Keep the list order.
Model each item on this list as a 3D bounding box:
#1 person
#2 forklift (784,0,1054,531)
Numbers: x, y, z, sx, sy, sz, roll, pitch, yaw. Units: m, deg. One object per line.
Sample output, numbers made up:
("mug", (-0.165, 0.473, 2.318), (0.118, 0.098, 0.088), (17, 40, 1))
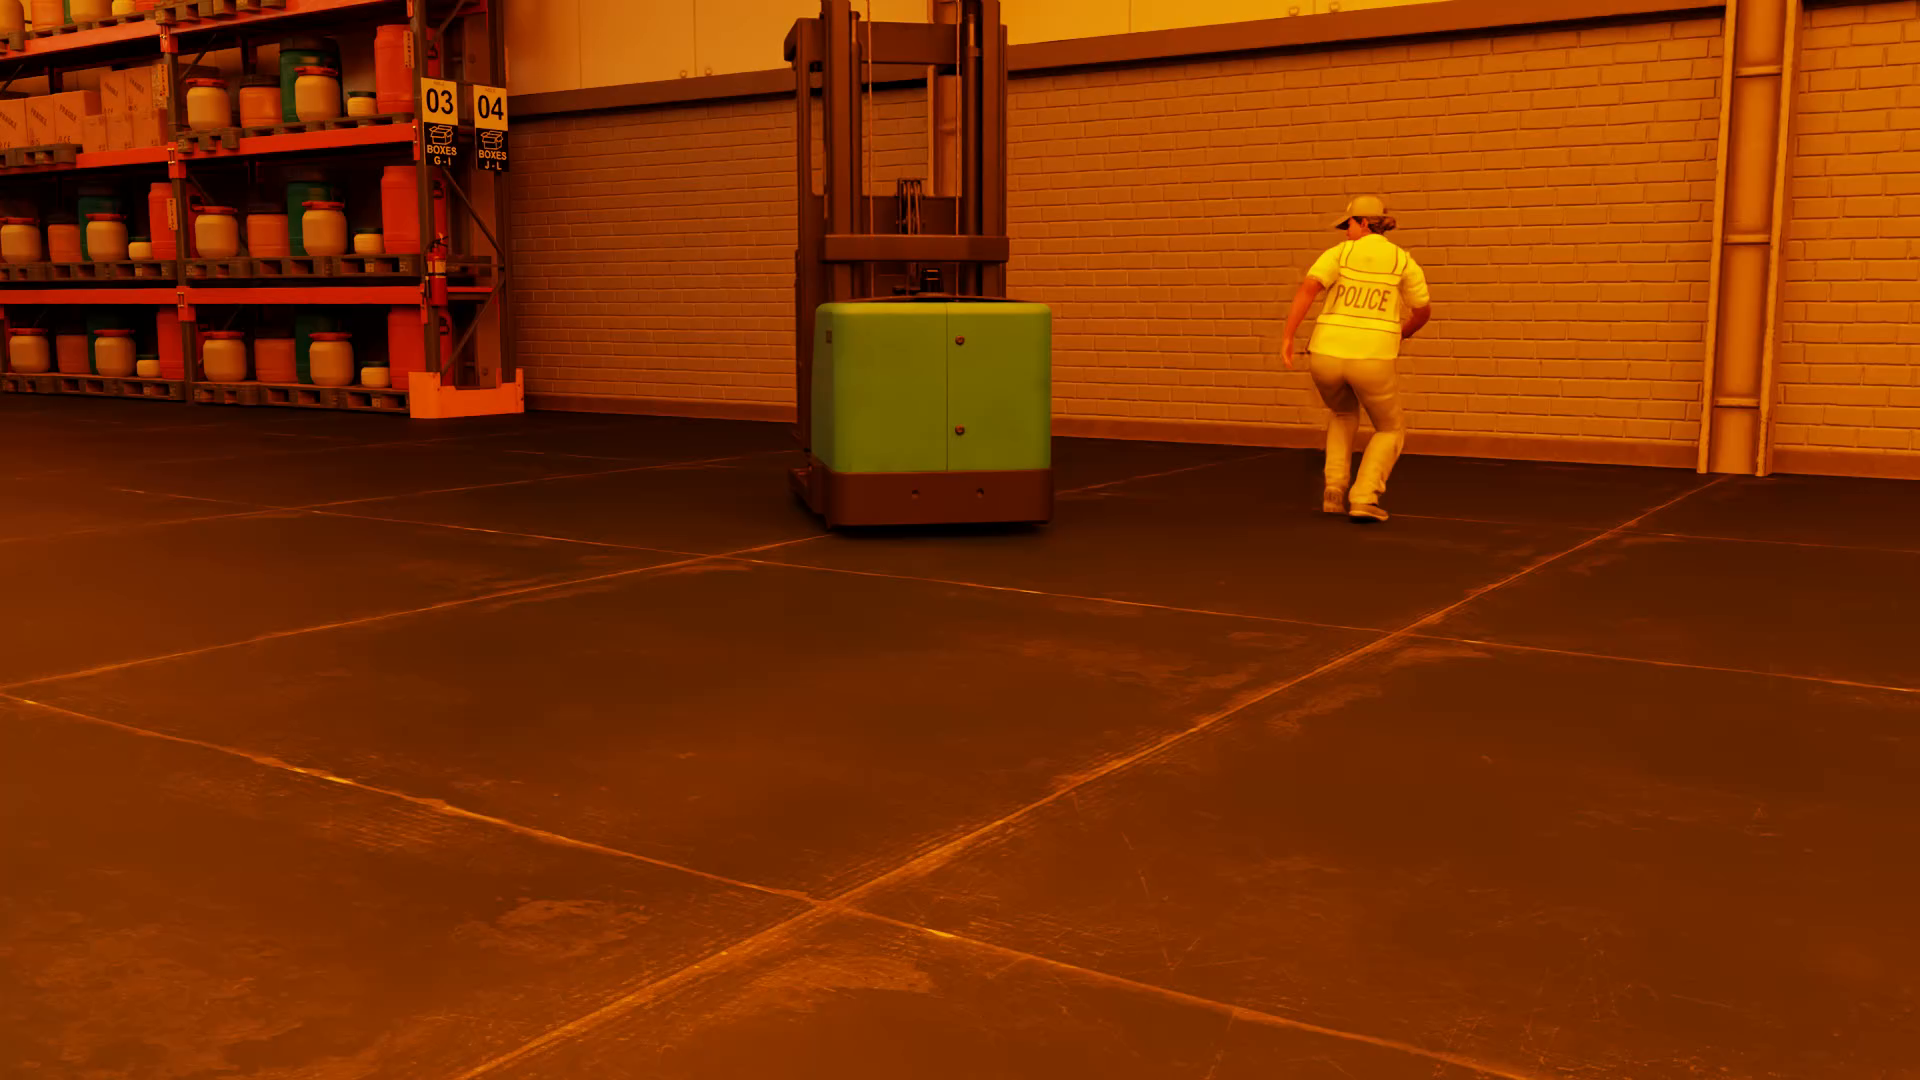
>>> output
("person", (1.986, -0.871, 8.246), (0.610, 1.648, 0.712), (5, 9, 29))
("forklift", (-0.346, -1.665, 8.899), (1.130, 2.935, 3.031), (-2, 8, -11))
